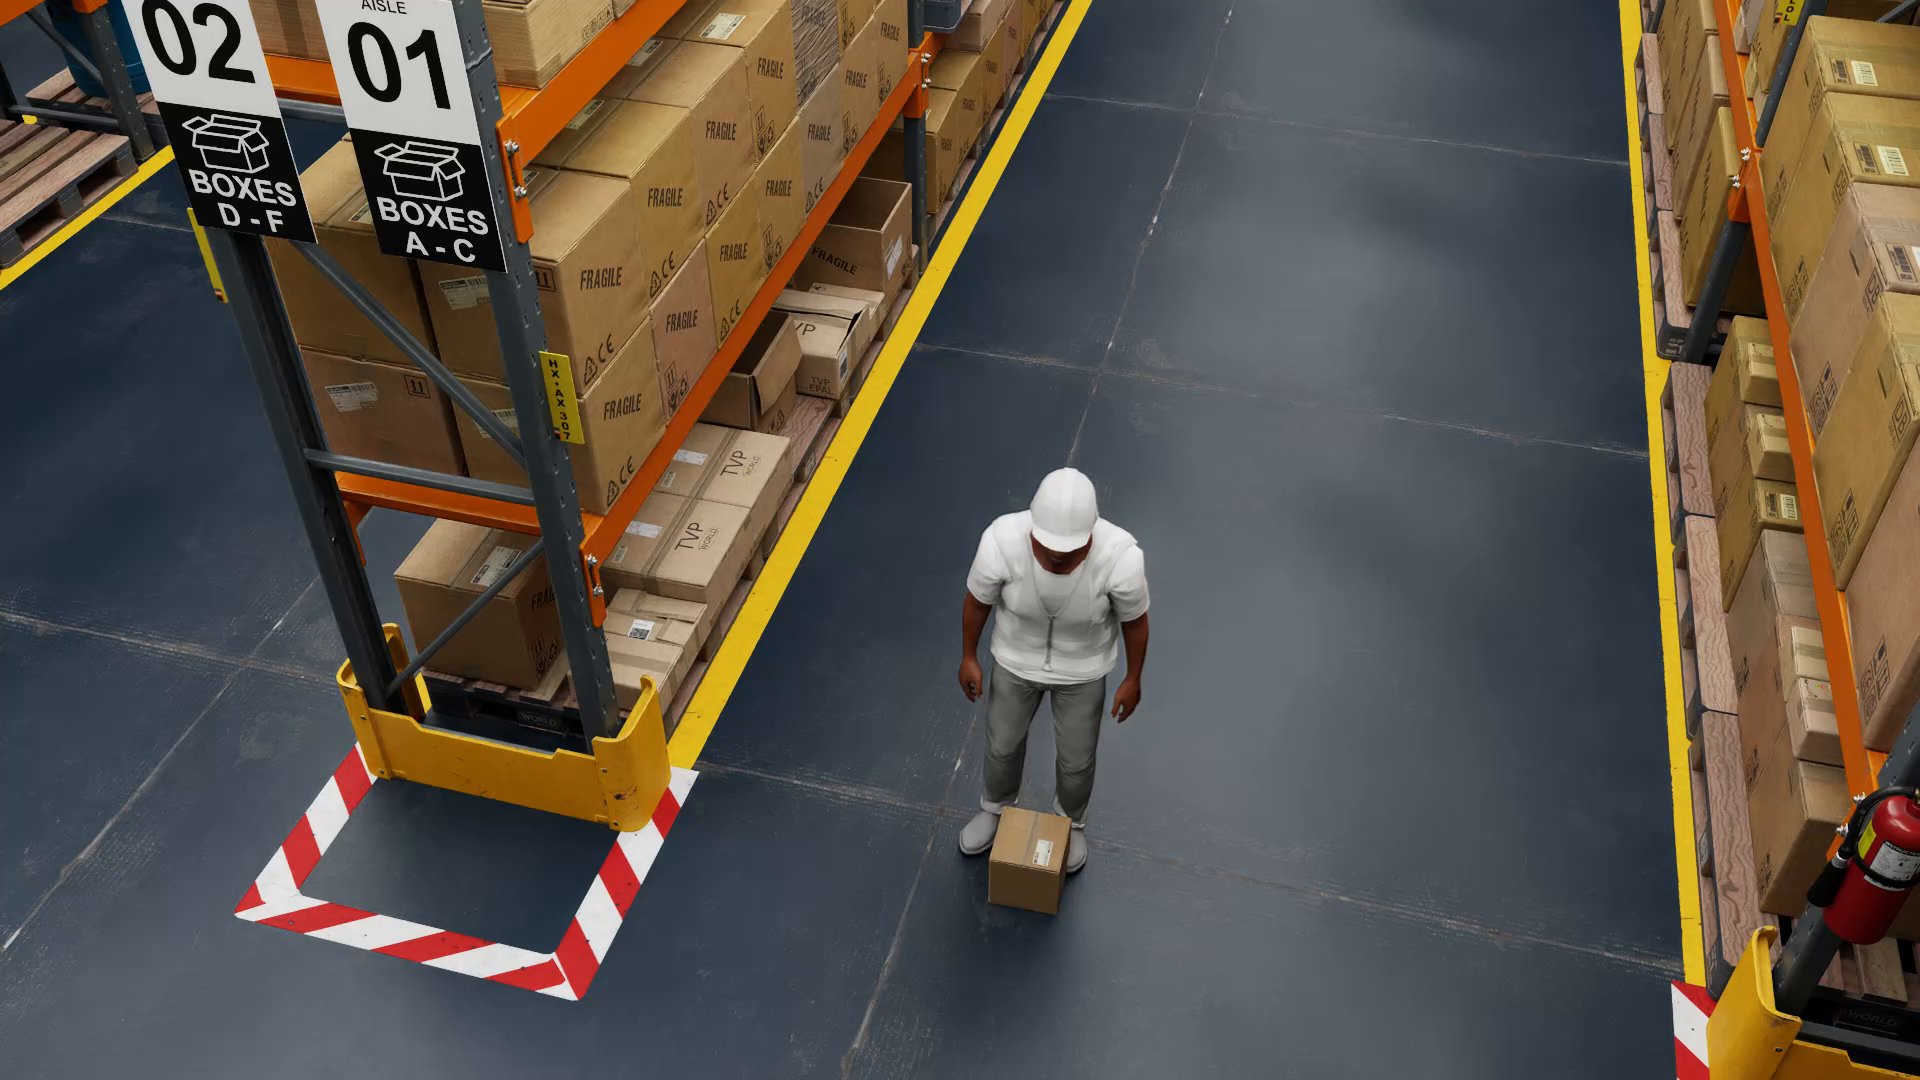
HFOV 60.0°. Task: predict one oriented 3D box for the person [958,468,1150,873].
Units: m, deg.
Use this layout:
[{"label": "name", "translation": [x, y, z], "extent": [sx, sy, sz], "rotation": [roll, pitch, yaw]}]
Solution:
[{"label": "person", "translation": [0.307, 0.436, 5.639], "extent": [0.633, 1.759, 0.462], "rotation": [8, 41, 9]}]
